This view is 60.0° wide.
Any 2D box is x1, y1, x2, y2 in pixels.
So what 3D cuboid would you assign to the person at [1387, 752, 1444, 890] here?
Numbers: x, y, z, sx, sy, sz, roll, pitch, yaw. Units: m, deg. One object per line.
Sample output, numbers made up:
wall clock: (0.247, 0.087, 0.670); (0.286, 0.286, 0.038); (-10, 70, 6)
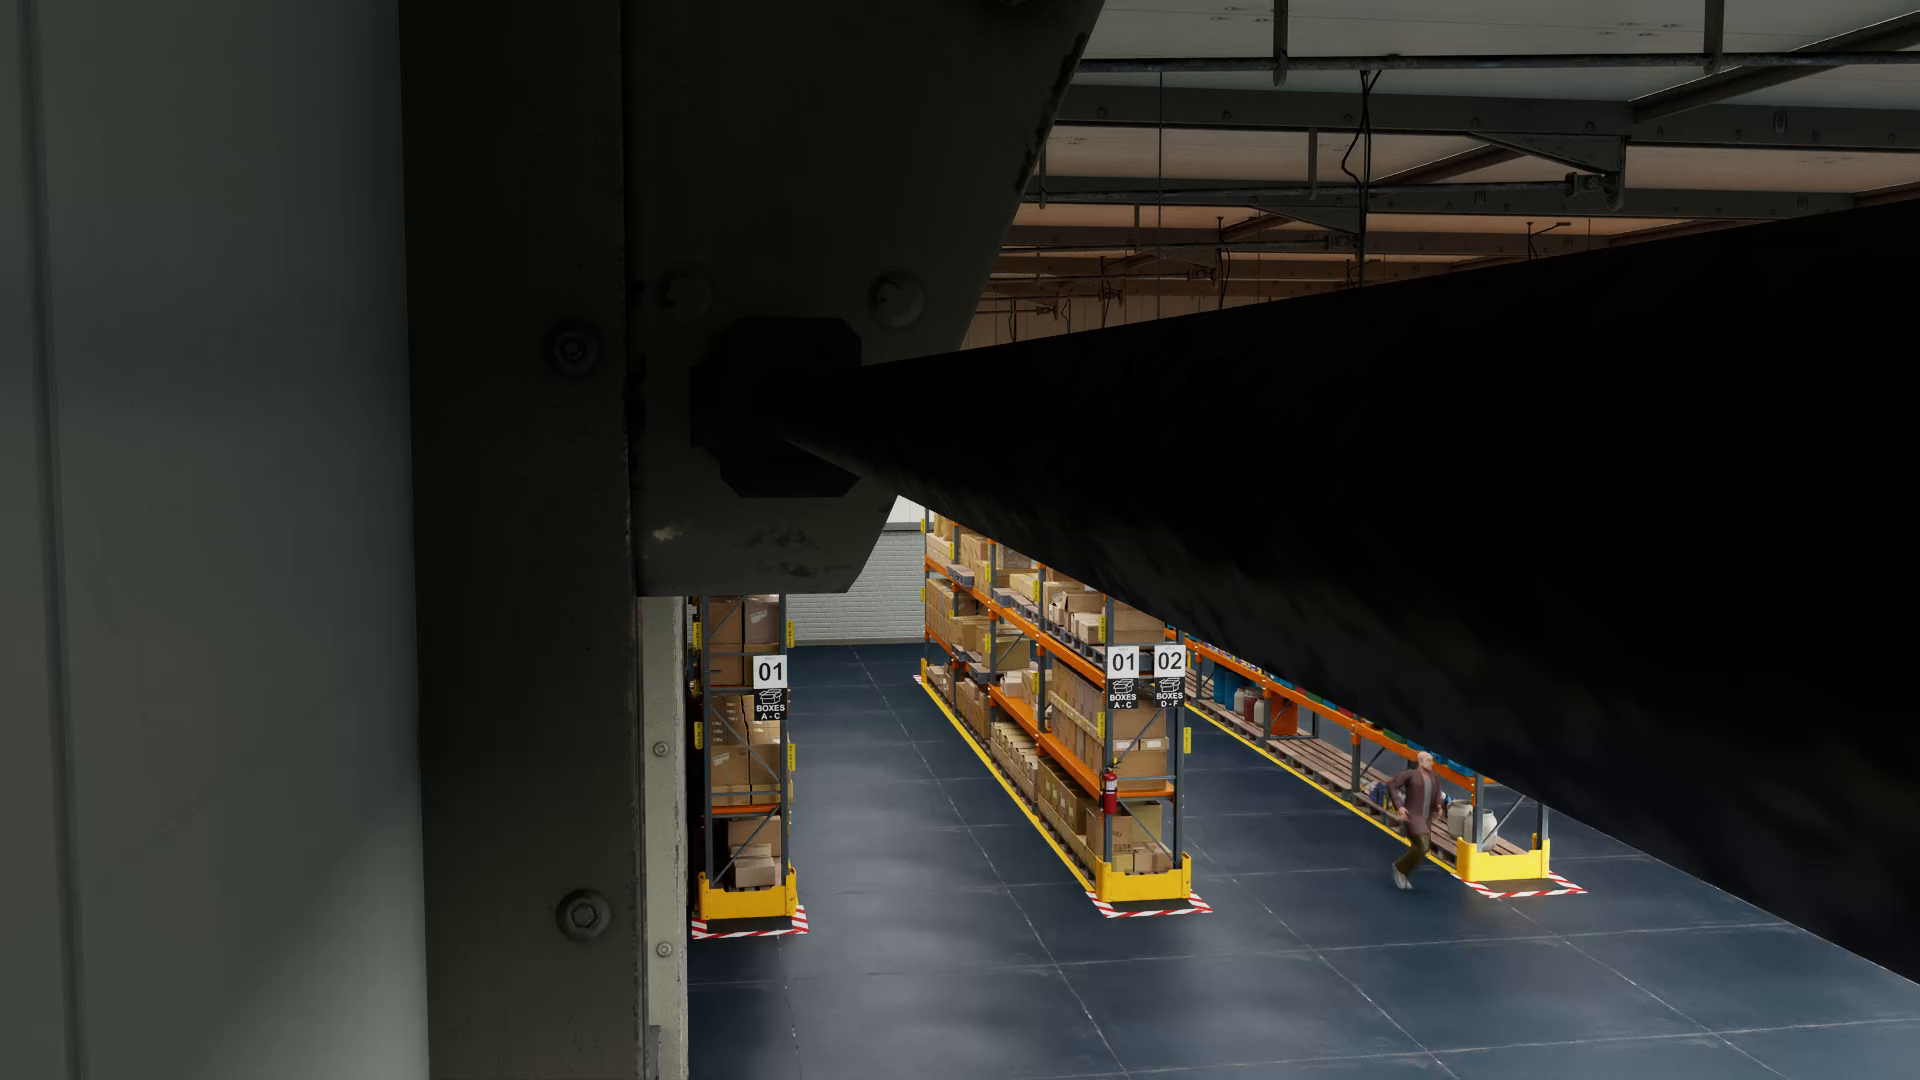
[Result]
person: (5.907, 3.588, 21.323); (0.702, 1.744, 0.636); (-3, 6, -32)
